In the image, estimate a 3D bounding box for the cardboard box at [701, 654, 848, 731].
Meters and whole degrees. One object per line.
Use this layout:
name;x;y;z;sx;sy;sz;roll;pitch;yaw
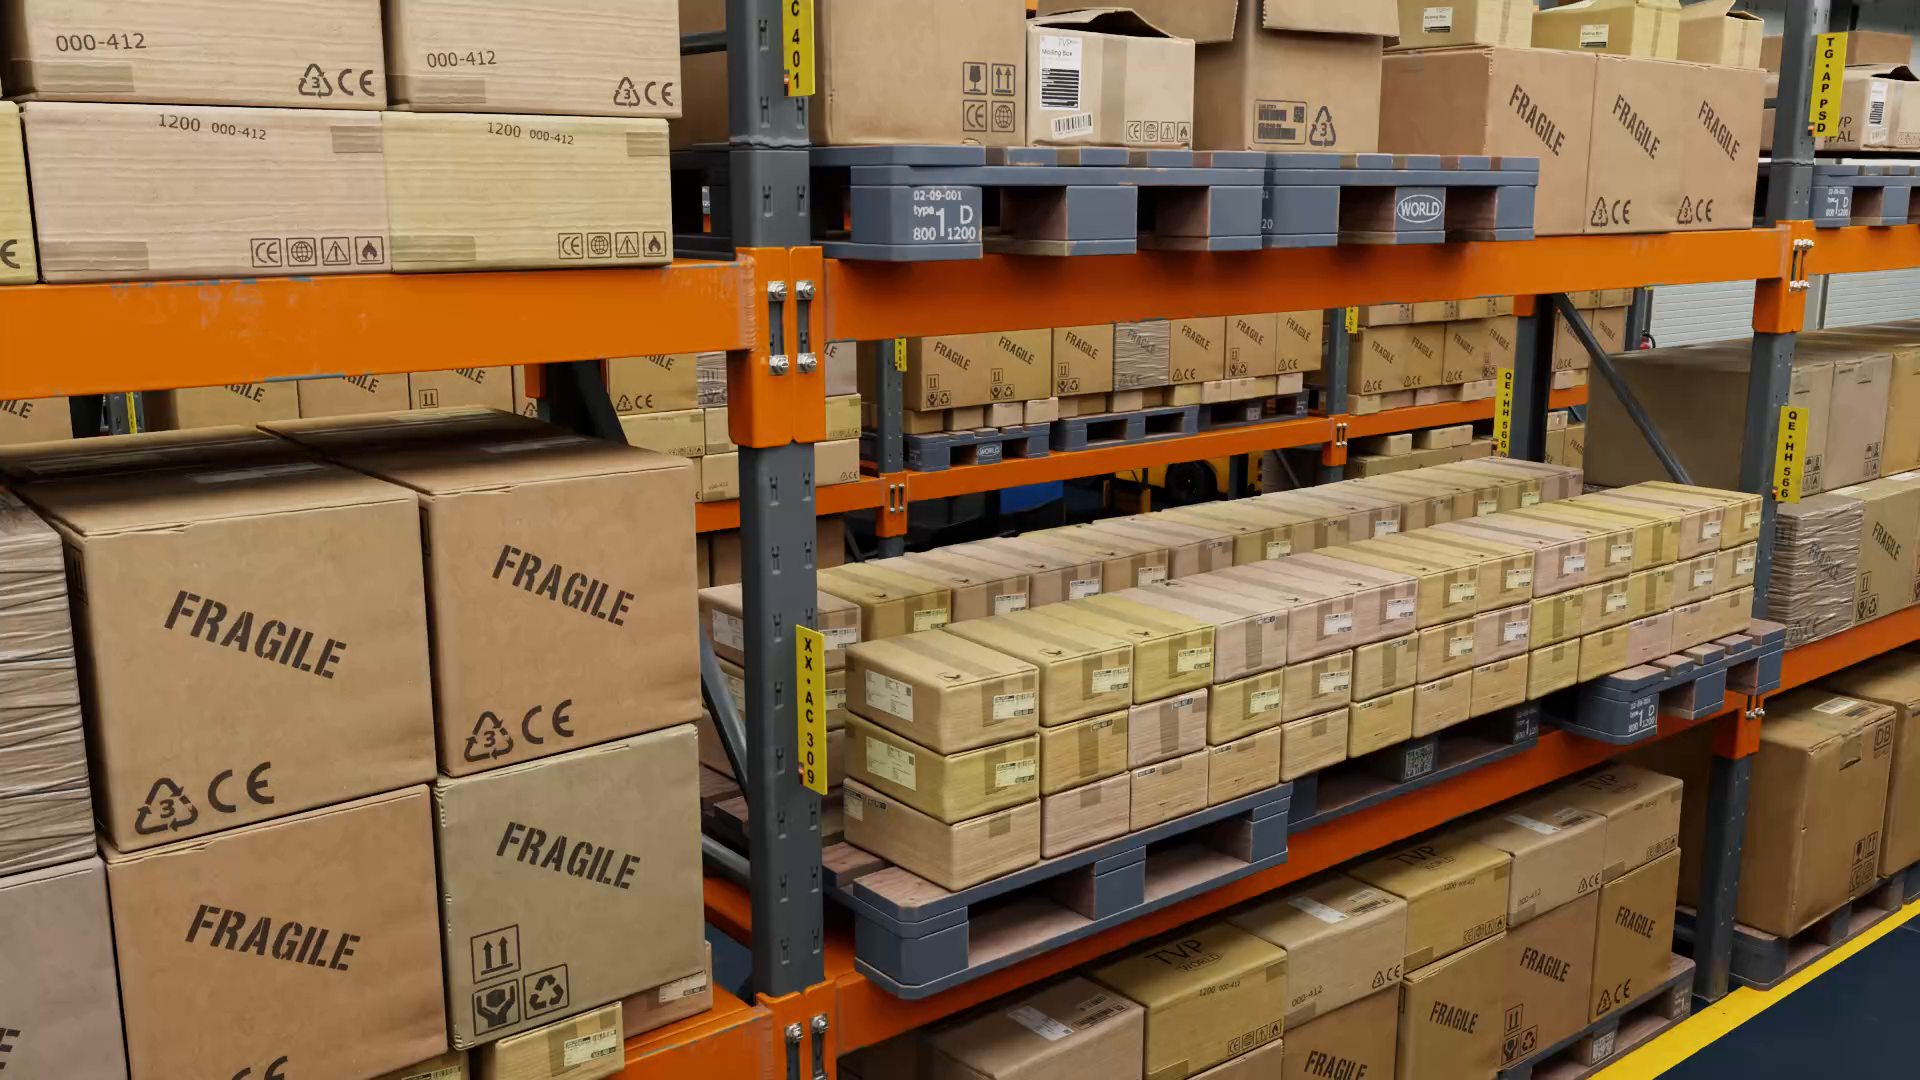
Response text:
cardboard box;-0.450;0.358;4.101;0.250;0.149;0.380;-9;15;-36

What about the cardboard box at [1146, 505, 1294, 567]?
cardboard box;0.781;0.008;5.032;0.250;0.149;0.380;-10;15;-38

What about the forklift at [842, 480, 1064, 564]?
forklift;-0.348;-1.314;13.259;1.130;2.935;3.031;8;14;34

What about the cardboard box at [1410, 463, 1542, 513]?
cardboard box;1.796;-0.159;5.820;0.250;0.149;0.380;-10;16;-39

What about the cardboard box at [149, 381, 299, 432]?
cardboard box;-3.286;-0.669;7.410;0.500;0.500;0.500;-9;15;-37

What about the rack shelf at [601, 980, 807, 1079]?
rack shelf;-2.199;1.281;2.608;4.000;0.370;1.077;-9;15;-38

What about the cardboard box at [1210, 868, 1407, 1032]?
cardboard box;0.920;1.132;4.779;0.500;0.250;0.500;-9;15;-36

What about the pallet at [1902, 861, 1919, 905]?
pallet;4.100;1.267;7.655;1.213;0.211;1.003;-9;15;-38

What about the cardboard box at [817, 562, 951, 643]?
cardboard box;-0.237;0.177;4.235;0.250;0.149;0.380;-10;16;-39

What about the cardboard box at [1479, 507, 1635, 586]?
cardboard box;1.781;0.016;4.993;0.250;0.149;0.380;-9;15;-36

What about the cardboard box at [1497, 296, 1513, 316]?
cardboard box;4.089;-2.070;13.291;0.500;0.500;0.700;-10;15;-38

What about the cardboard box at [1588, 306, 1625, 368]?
cardboard box;5.310;-1.757;14.224;0.500;0.500;0.500;-10;15;-39

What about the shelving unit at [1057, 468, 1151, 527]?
shelving unit;1.131;-0.936;14.928;1.083;1.500;0.587;-8;15;-34

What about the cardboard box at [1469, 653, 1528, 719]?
cardboard box;1.383;0.372;4.750;0.250;0.149;0.380;-9;15;-36

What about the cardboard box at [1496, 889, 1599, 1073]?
cardboard box;1.727;1.362;5.499;0.500;0.500;0.500;-9;15;-35

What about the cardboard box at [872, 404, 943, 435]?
cardboard box;-0.316;-0.734;9.958;0.250;0.149;0.380;-11;16;-41

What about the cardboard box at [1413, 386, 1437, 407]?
cardboard box;3.452;-1.132;12.841;0.250;0.149;0.380;-9;15;-36

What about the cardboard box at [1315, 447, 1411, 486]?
cardboard box;3.067;-0.419;12.682;0.500;0.500;0.500;-9;15;-35

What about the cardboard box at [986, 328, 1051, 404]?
cardboard box;0.213;-1.129;10.256;0.500;0.500;0.500;-8;15;-35

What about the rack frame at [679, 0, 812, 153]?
rack frame;-0.638;-2.265;3.132;0.127;3.000;1.000;-9;15;-38

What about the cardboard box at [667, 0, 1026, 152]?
cardboard box;-0.273;-1.084;3.537;0.500;0.500;0.700;-9;15;-38

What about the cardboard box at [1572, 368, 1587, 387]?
cardboard box;5.061;-1.391;14.062;0.250;0.149;0.380;-10;15;-39

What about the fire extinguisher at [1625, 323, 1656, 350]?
fire extinguisher;5.939;-1.580;14.533;0.183;0.674;0.296;-9;15;-38

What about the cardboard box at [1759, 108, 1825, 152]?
cardboard box;2.846;-1.466;5.942;0.250;0.149;0.380;-10;16;-40

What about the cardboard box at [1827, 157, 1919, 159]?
cardboard box;4.016;-1.816;7.311;0.258;0.266;0.396;-9;15;-38

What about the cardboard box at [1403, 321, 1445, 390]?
cardboard box;3.333;-1.434;12.702;0.500;0.500;0.500;-10;15;-38

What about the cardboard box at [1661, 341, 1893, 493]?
cardboard box;3.237;-0.510;6.662;0.500;0.500;0.700;-10;15;-38

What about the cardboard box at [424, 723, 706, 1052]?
cardboard box;-0.839;0.583;3.203;0.500;0.500;0.500;-9;15;-38

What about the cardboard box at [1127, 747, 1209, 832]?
cardboard box;0.368;0.542;3.951;0.250;0.149;0.380;-9;15;-37

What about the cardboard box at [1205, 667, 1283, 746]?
cardboard box;0.562;0.363;4.074;0.250;0.149;0.380;-10;16;-40

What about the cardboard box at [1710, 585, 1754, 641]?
cardboard box;2.388;0.206;5.530;0.250;0.149;0.380;-9;15;-37

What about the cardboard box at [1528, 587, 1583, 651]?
cardboard box;1.582;0.194;4.871;0.250;0.149;0.380;-10;15;-38

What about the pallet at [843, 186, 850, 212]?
pallet;-1.155;-1.922;9.193;1.003;0.211;1.213;-9;15;-35

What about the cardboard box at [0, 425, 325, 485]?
cardboard box;-1.538;0.075;3.192;0.500;0.500;0.500;-10;16;-39

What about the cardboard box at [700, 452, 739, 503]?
cardboard box;-1.307;-0.390;9.103;0.500;0.250;0.500;-9;15;-37

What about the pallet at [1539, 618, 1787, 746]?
pallet;1.996;0.354;5.703;1.003;0.211;1.213;-9;15;-38

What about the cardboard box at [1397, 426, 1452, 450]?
cardboard box;3.603;-0.809;12.960;0.250;0.149;0.380;-9;15;-35

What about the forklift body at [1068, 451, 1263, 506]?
forklift body;2.117;-1.525;16.133;1.214;2.155;2.313;-9;15;-38

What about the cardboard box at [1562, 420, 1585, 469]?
cardboard box;5.099;-0.759;14.283;0.500;0.500;0.500;-9;15;-37

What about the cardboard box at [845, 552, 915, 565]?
cardboard box;-0.238;0.369;10.486;0.625;0.372;0.950;-11;16;-41

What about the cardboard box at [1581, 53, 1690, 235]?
cardboard box;1.816;-1.184;5.019;0.500;0.500;0.500;-9;15;-38

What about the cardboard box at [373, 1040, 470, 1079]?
cardboard box;-1.094;0.943;3.070;0.250;0.149;0.380;-9;15;-35

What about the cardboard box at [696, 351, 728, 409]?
cardboard box;-1.321;-1.000;8.969;0.500;0.500;0.500;-9;15;-37

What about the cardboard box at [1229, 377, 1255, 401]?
cardboard box;1.813;-1.059;11.488;0.250;0.149;0.380;-10;15;-39

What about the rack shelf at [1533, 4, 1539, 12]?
rack shelf;4.000;-3.999;13.037;4.000;0.370;1.077;-9;15;-38

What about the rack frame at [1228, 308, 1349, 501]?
rack frame;2.438;-1.159;12.363;0.127;3.000;1.000;-9;15;-38

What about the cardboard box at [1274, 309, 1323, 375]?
cardboard box;2.221;-1.461;11.821;0.500;0.500;0.500;-10;15;-39

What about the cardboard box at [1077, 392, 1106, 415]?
cardboard box;0.732;-0.913;10.799;0.250;0.149;0.380;-9;15;-35

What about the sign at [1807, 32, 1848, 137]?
sign;2.823;-1.482;5.419;0.005;0.325;0.100;-9;15;-38

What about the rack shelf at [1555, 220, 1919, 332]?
rack shelf;4.047;-1.225;7.185;4.000;0.370;1.077;-9;15;-38

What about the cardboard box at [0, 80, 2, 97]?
cardboard box;-1.657;-0.734;2.300;0.500;0.250;0.500;-9;15;-35

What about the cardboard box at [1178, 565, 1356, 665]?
cardboard box;0.769;0.184;4.203;0.250;0.149;0.380;-10;15;-38

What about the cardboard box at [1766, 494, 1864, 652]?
cardboard box;3.005;0.087;6.257;0.500;0.500;0.500;-9;15;-37
